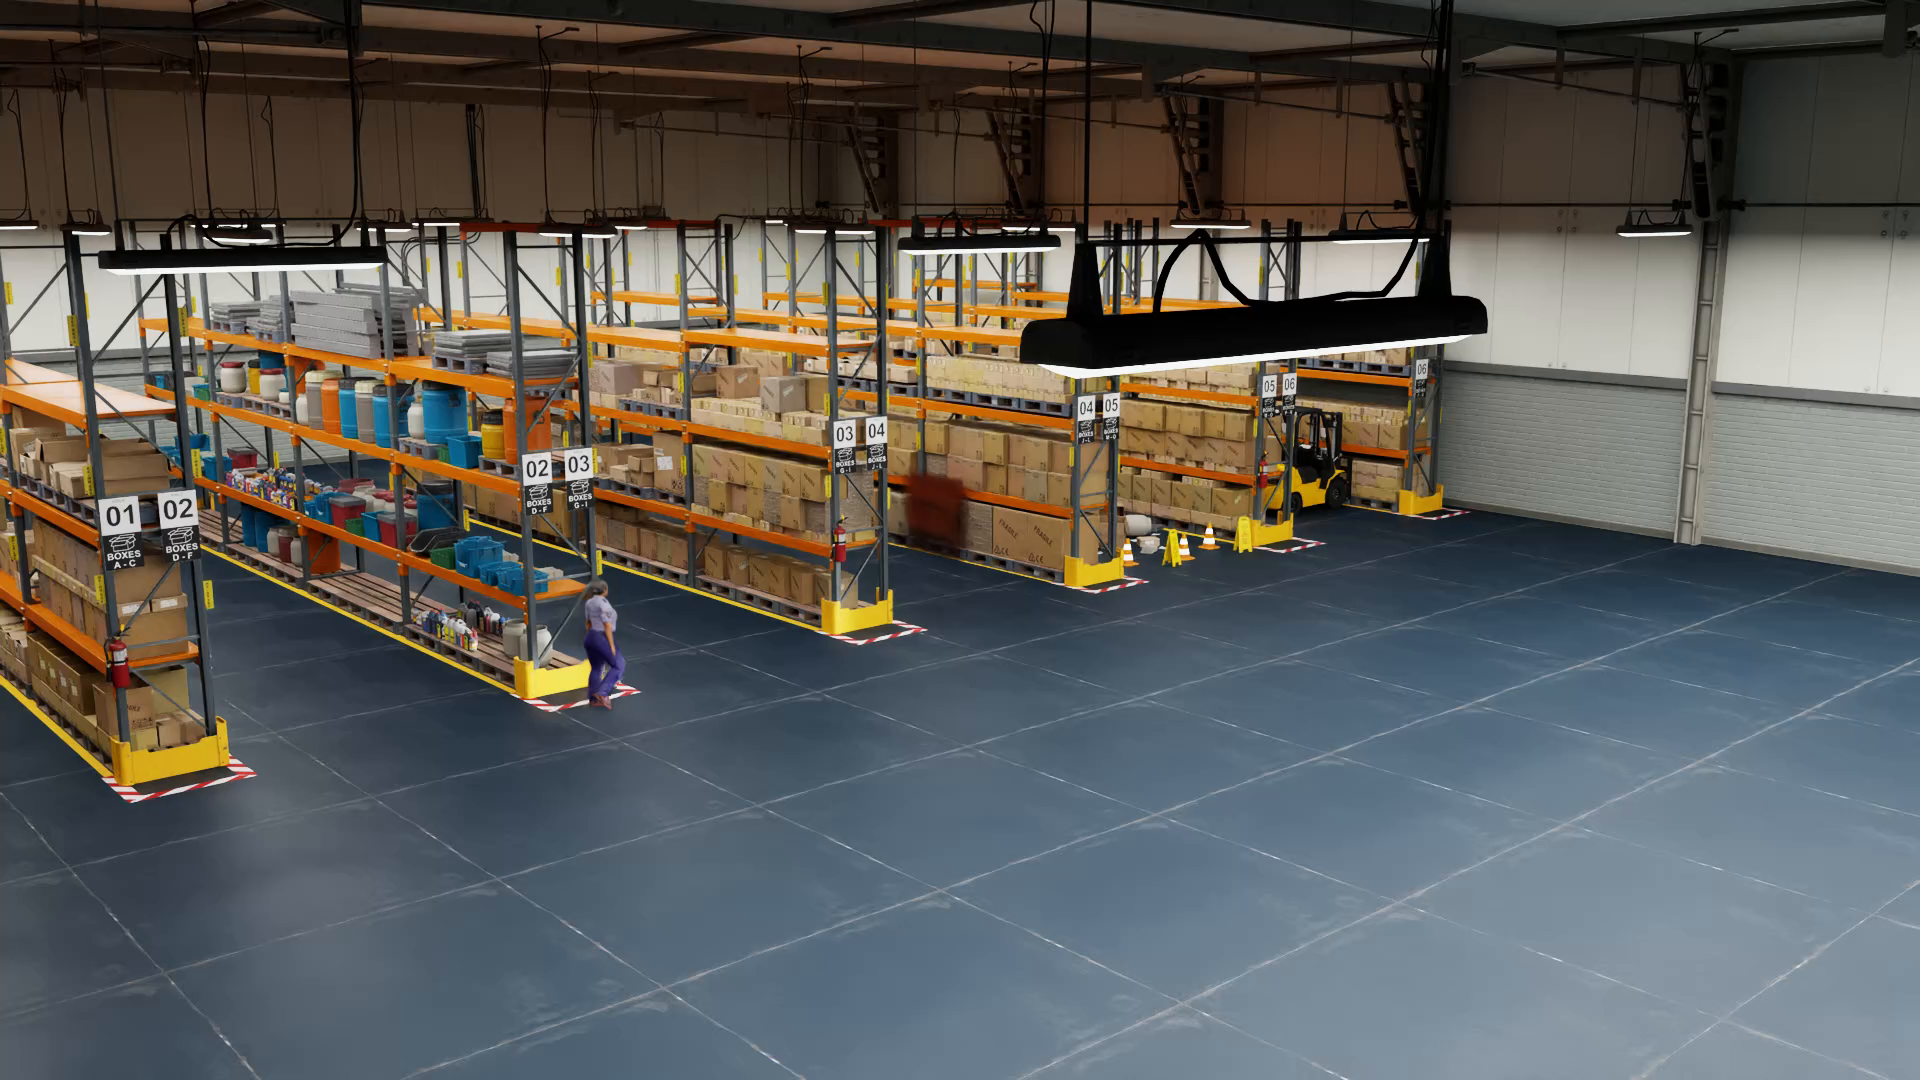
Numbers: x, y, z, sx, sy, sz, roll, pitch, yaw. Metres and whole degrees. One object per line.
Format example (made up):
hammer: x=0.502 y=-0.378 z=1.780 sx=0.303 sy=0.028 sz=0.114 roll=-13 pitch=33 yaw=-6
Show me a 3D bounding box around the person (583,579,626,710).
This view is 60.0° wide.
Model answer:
person: x=-4.554 y=1.327 z=21.124 sx=0.502 sy=1.639 sz=0.430 roll=10 pitch=15 yaw=42
